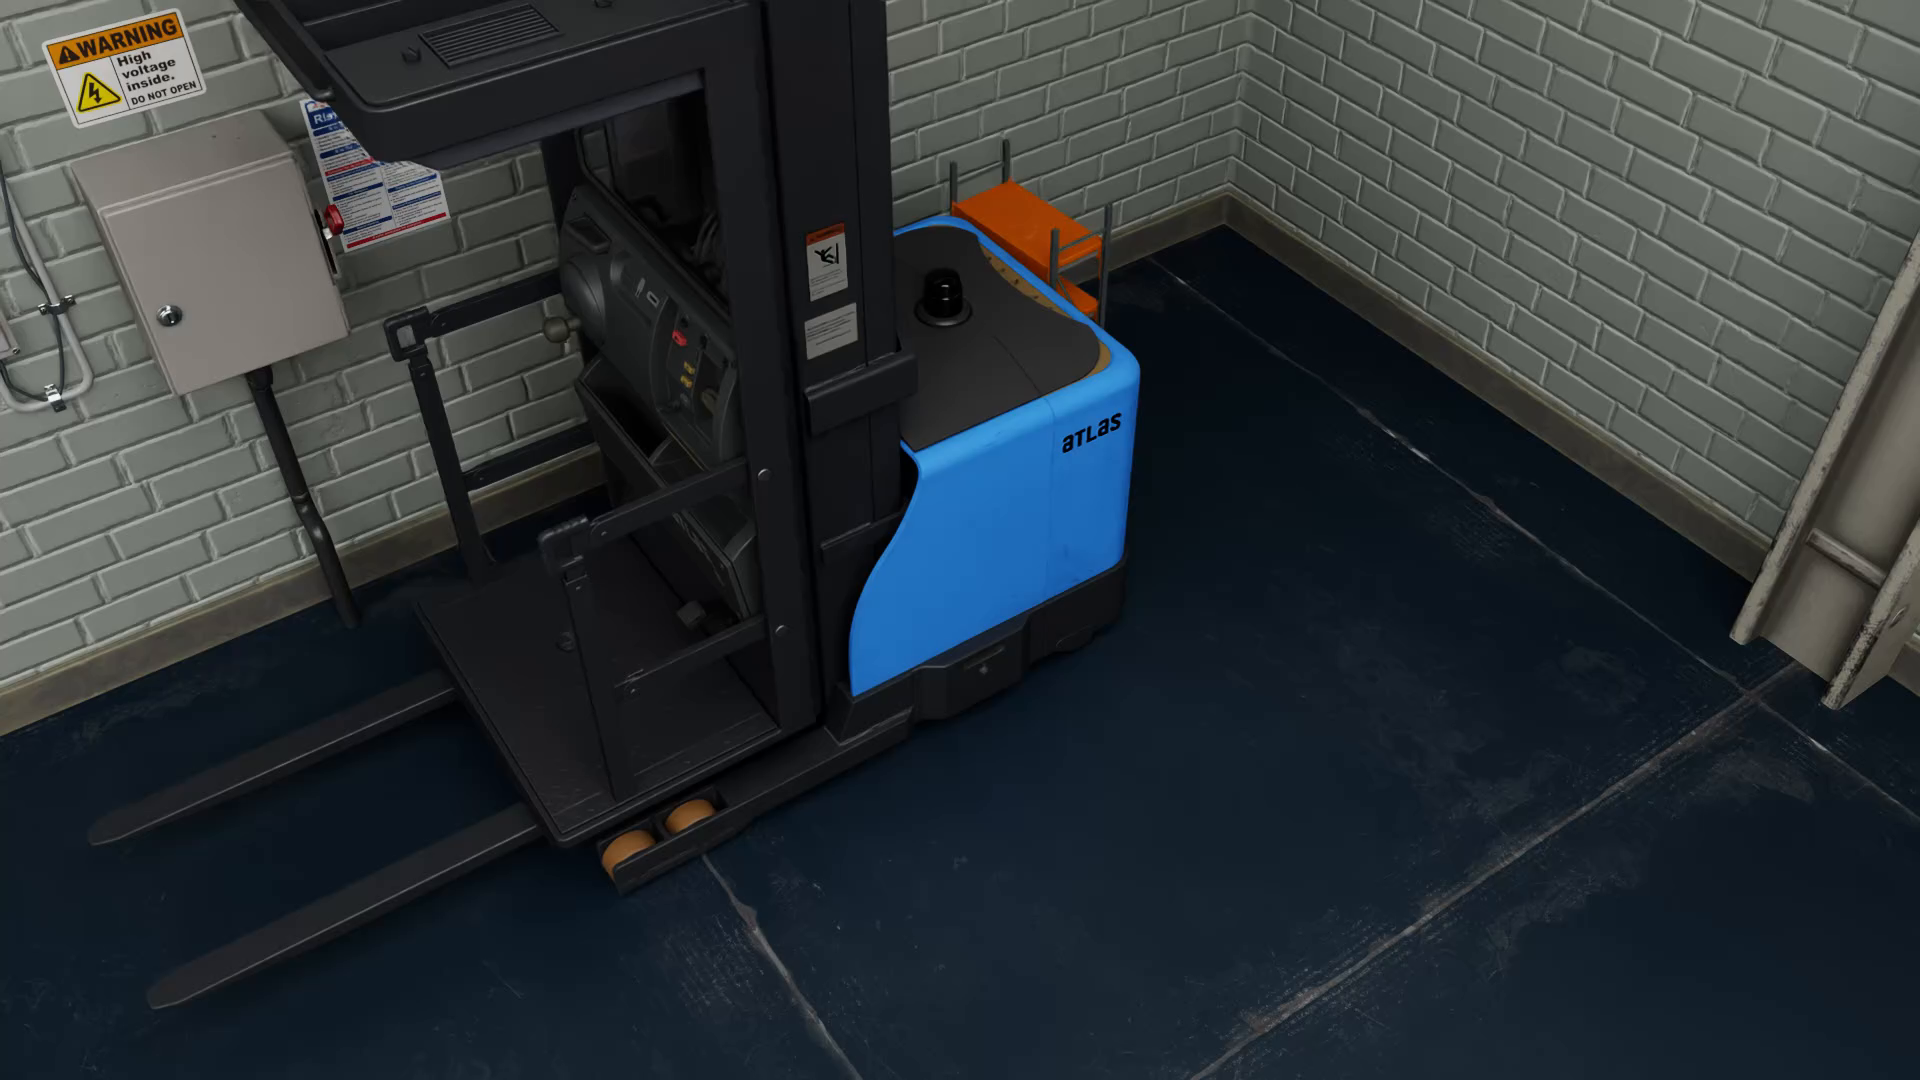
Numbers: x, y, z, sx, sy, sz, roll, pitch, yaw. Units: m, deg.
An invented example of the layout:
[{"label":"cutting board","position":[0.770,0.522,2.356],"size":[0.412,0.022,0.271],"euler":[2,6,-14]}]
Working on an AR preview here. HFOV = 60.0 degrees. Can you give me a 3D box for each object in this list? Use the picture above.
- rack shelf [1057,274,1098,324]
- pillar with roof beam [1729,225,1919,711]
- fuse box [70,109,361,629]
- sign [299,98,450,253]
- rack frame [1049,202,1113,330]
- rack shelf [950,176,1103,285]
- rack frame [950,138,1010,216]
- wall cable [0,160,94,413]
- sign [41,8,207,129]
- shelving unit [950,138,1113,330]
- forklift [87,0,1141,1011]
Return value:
[{"label":"rack shelf","position":[0.218,-0.790,5.482],"size":[0.258,0.148,0.480],"euler":[-29,51,-27]},{"label":"pillar with roof beam","position":[-0.787,-1.192,0.482],"size":[9.100,9.000,0.400],"euler":[-26,49,-24]},{"label":"fuse box","position":[-1.960,-0.342,4.869],"size":[0.539,1.711,0.414],"euler":[-26,49,-24]},{"label":"sign","position":[-1.674,-1.086,4.784],"size":[0.329,0.494,0.001],"euler":[-26,49,-24]},{"label":"rack frame","position":[0.371,-0.546,5.453],"size":[0.240,1.200,0.015],"euler":[-29,51,-27]},{"label":"rack shelf","position":[0.218,-0.961,5.319],"size":[0.258,0.148,0.480],"euler":[-29,51,-27]},{"label":"rack frame","position":[0.064,-0.808,5.727],"size":[0.240,1.200,0.015],"euler":[-29,51,-27]},{"label":"wall cable","position":[-2.610,-0.995,3.885],"size":[0.588,1.984,0.122],"euler":[-26,49,-24]},{"label":"sign","position":[-2.124,-1.202,4.239],"size":[0.339,0.242,0.001],"euler":[-26,49,-24]},{"label":"shelving unit","position":[0.218,-0.677,5.590],"size":[0.258,1.200,0.503],"euler":[-29,51,-27]},{"label":"forklift","position":[-0.971,-0.494,4.145],"size":[3.031,2.935,1.130],"euler":[-25,49,-24]}]
